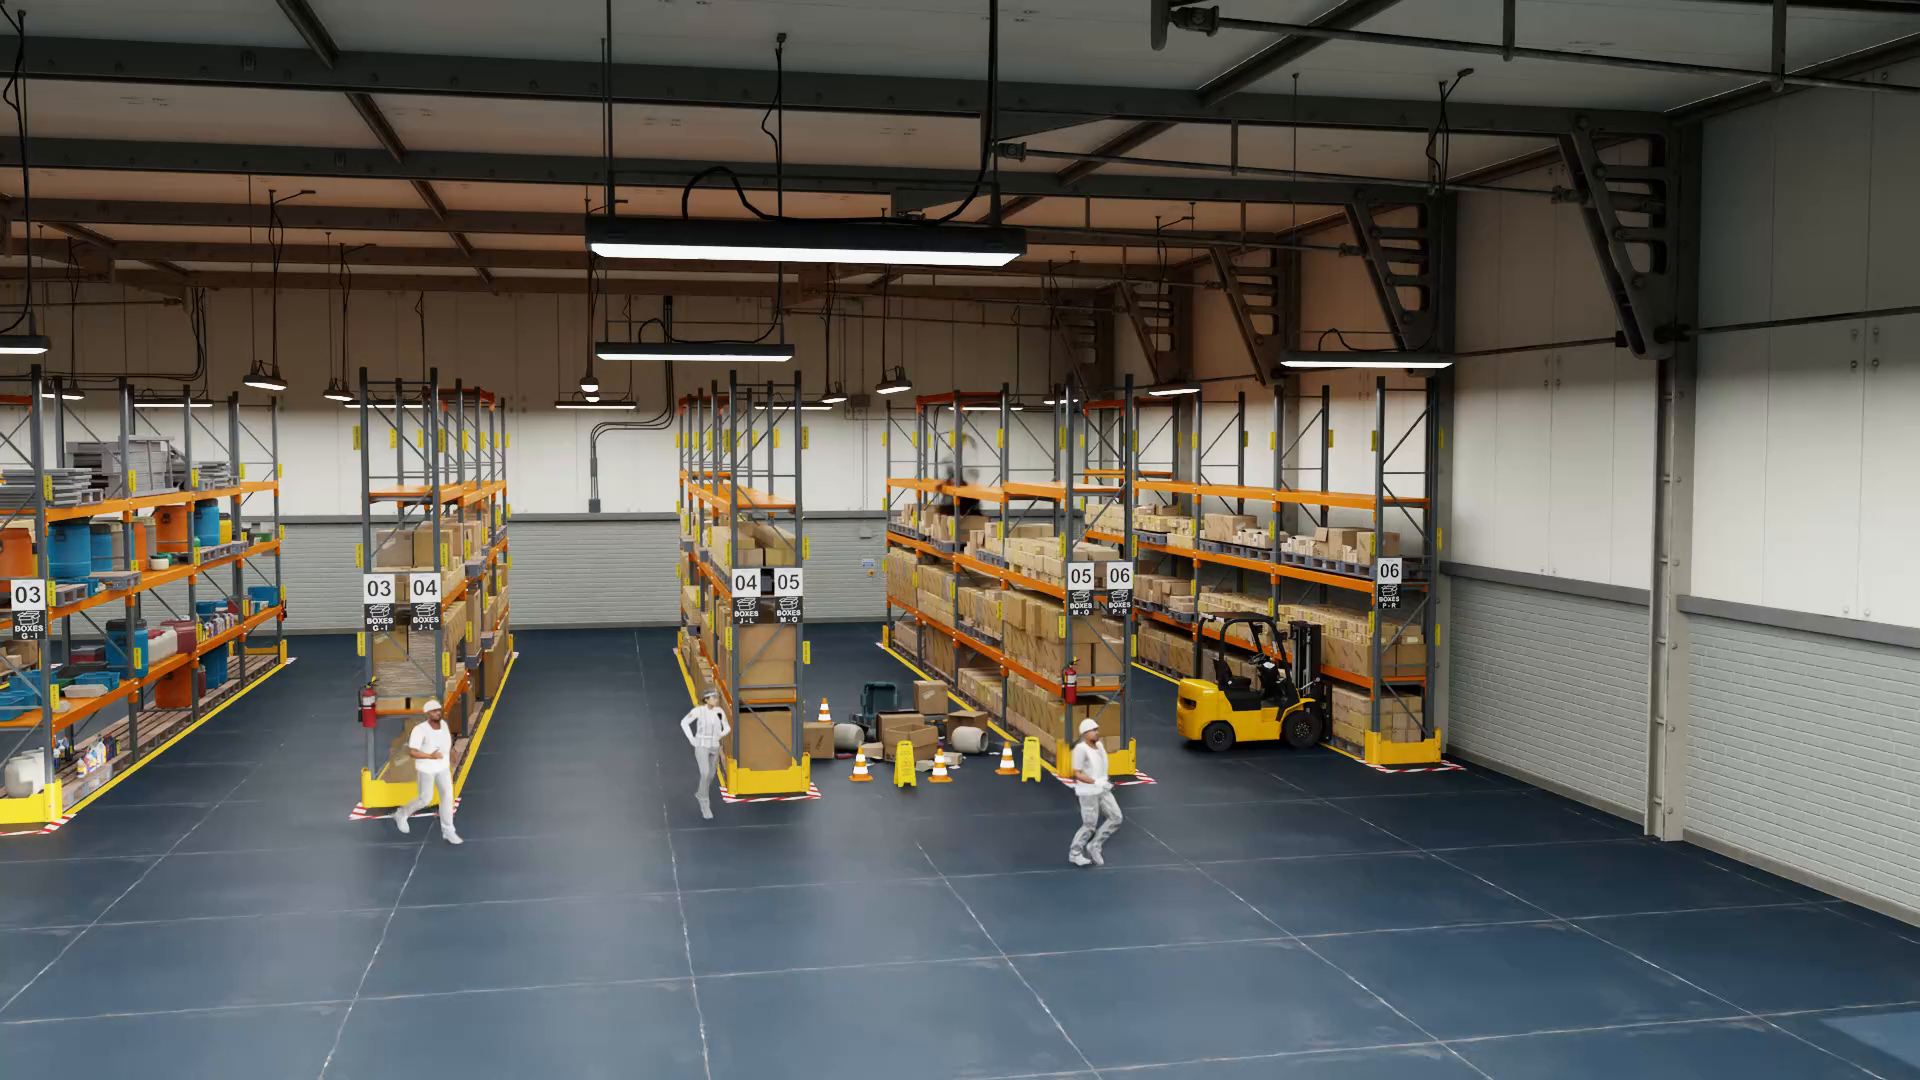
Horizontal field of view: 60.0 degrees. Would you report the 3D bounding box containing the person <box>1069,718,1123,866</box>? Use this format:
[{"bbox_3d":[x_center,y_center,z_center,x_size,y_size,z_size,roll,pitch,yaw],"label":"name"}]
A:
[{"bbox_3d":[1.586,2.964,19.506,0.654,1.752,0.695,3,4,37],"label":"person"}]

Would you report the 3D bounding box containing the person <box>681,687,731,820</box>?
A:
[{"bbox_3d":[-3.373,2.827,22.415,0.616,1.703,0.887,-3,4,-36],"label":"person"}]

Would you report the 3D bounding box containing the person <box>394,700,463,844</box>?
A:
[{"bbox_3d":[-6.628,2.880,20.819,0.979,1.776,0.711,2,4,31],"label":"person"}]
